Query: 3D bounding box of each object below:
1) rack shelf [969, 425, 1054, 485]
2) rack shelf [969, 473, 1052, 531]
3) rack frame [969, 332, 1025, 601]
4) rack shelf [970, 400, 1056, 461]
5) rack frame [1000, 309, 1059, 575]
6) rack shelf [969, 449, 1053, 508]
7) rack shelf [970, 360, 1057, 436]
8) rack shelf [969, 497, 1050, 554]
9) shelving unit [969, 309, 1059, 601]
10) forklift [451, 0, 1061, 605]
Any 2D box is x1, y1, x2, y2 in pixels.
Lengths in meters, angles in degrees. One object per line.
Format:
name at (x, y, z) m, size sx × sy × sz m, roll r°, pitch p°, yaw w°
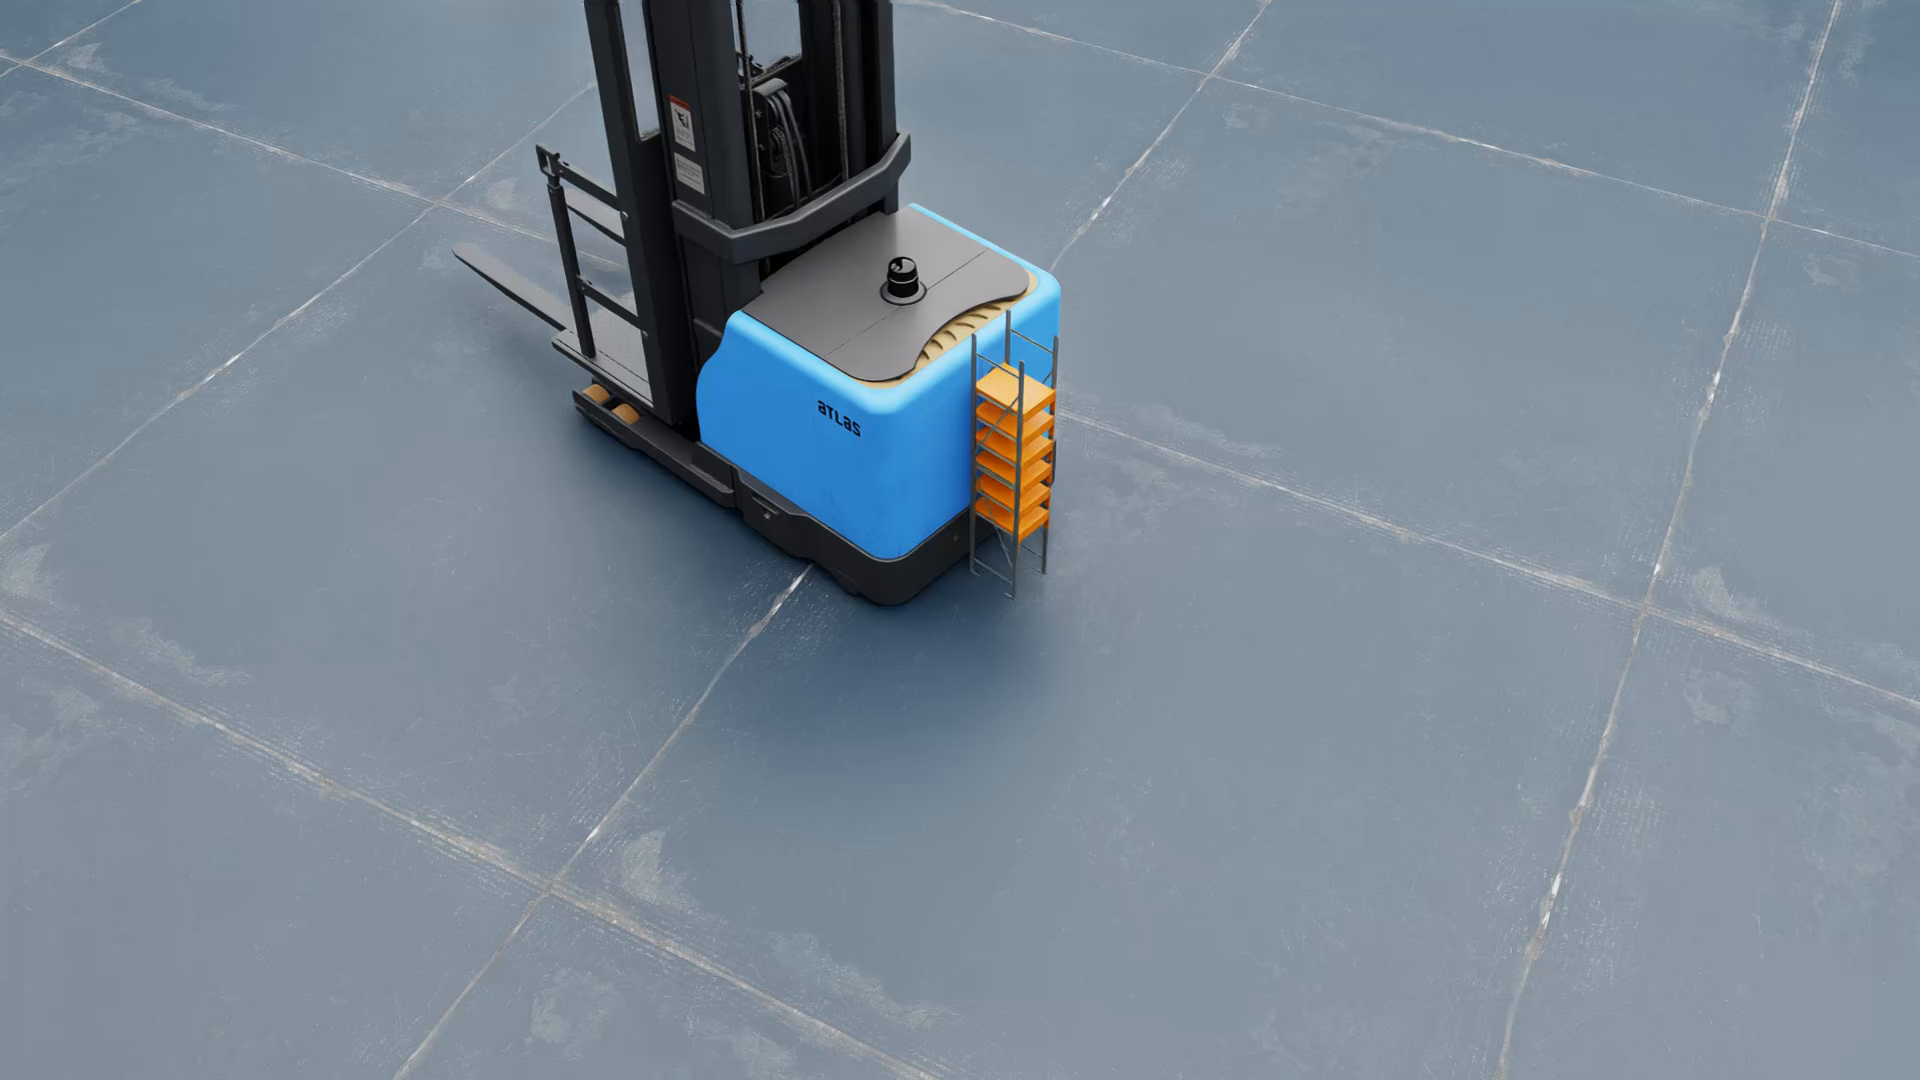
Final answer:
rack shelf at (0.191, -0.343, 6.139) m, size 0.258 × 0.103 × 0.180 m, roll 33°, pitch 54°, yaw 28°
rack shelf at (0.190, -0.174, 6.309) m, size 0.258 × 0.103 × 0.180 m, roll 33°, pitch 54°, yaw 28°
rack frame at (0.129, -0.241, 6.145) m, size 0.240 × 1.200 × 0.006 m, roll 33°, pitch 54°, yaw 28°
rack shelf at (0.191, -0.427, 6.053) m, size 0.258 × 0.103 × 0.180 m, roll 33°, pitch 54°, yaw 28°
rack frame at (0.252, -0.338, 6.240) m, size 0.240 × 1.200 × 0.006 m, roll 33°, pitch 54°, yaw 28°
rack shelf at (0.190, -0.258, 6.224) m, size 0.258 × 0.103 × 0.180 m, roll 33°, pitch 54°, yaw 28°
rack shelf at (0.191, -0.511, 5.968) m, size 0.258 × 0.103 × 0.180 m, roll 33°, pitch 54°, yaw 28°
rack shelf at (0.190, -0.090, 6.395) m, size 0.258 × 0.103 × 0.180 m, roll 33°, pitch 54°, yaw 28°
shelving unit at (0.191, -0.290, 6.192) m, size 0.258 × 1.200 × 0.189 m, roll 33°, pitch 54°, yaw 28°
forklift at (-1.037, -1.696, 6.366) m, size 3.031 × 2.935 × 1.130 m, roll 33°, pitch 54°, yaw 28°
